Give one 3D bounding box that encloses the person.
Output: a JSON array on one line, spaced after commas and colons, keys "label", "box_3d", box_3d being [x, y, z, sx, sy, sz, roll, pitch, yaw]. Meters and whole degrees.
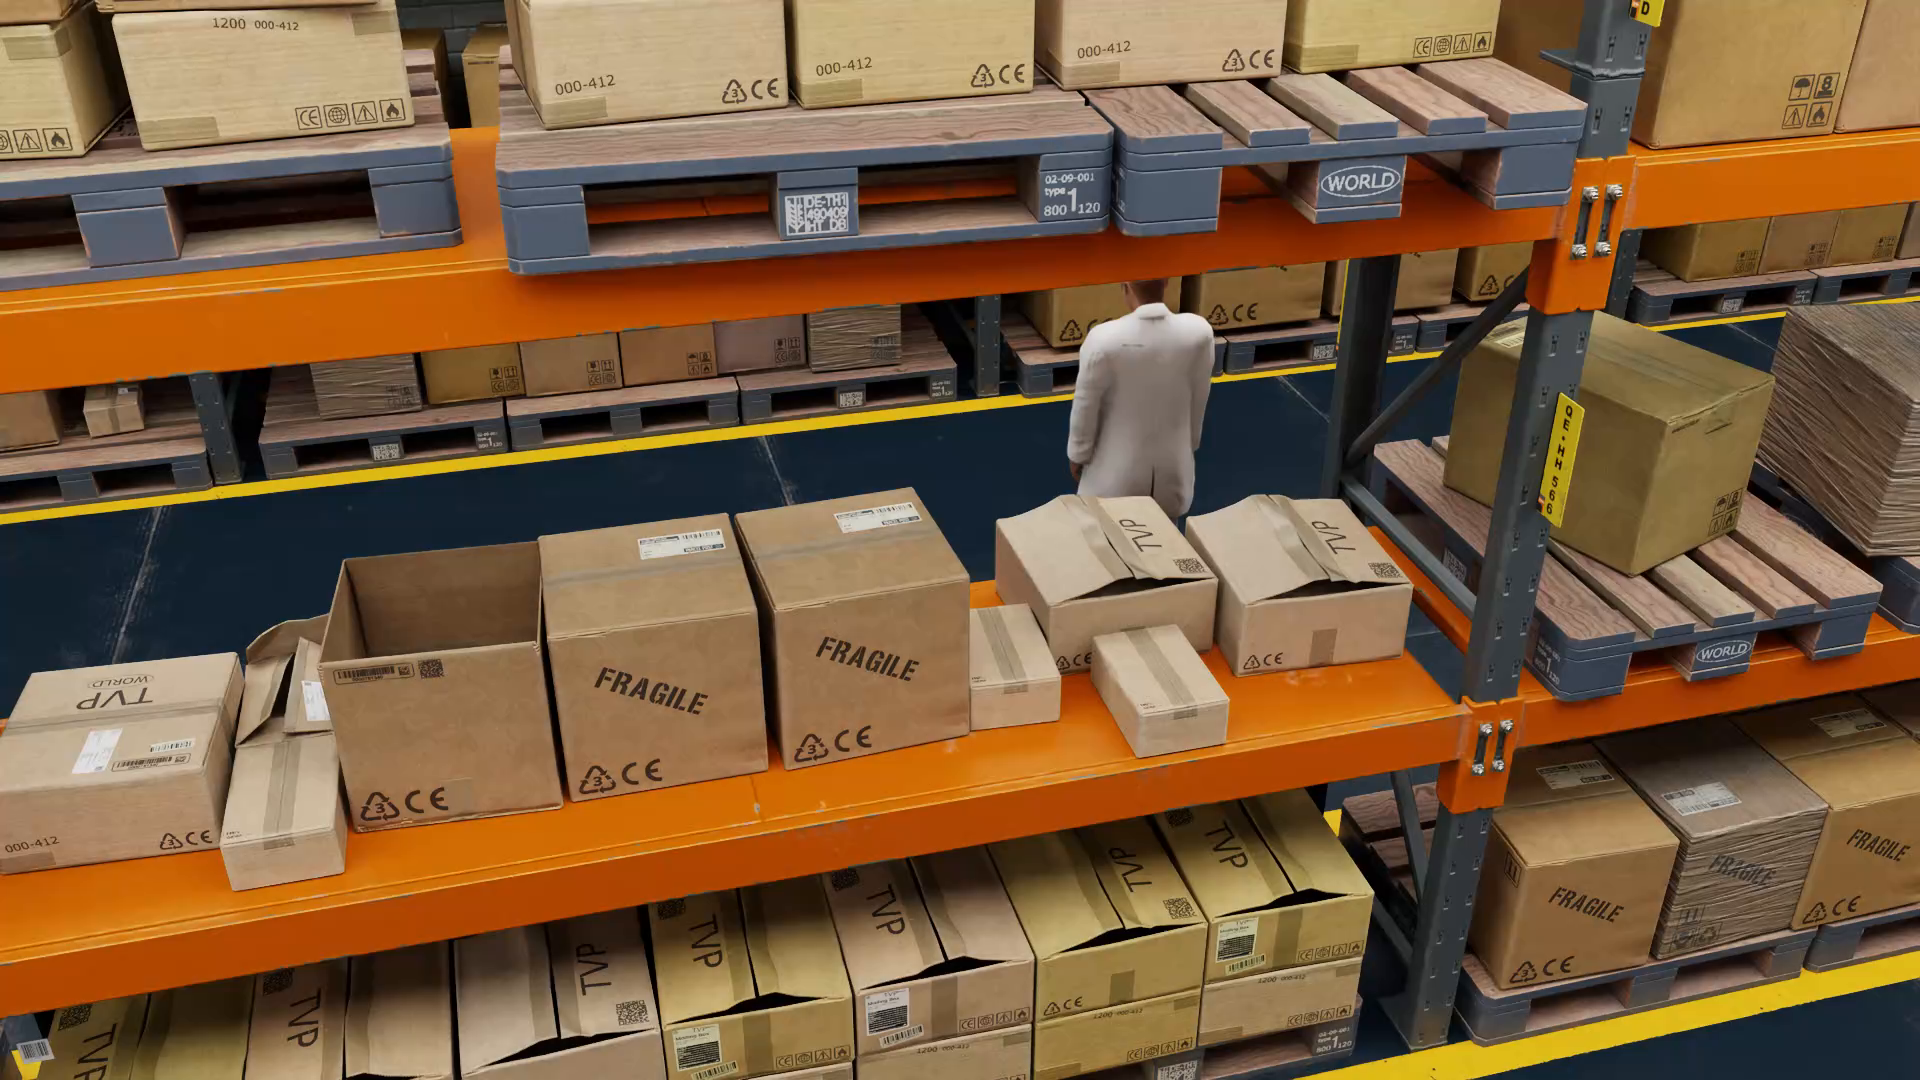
[{"label": "person", "box_3d": [0.707, -0.333, 6.746, 0.567, 1.765, 0.379, -7, 31, -12]}]
